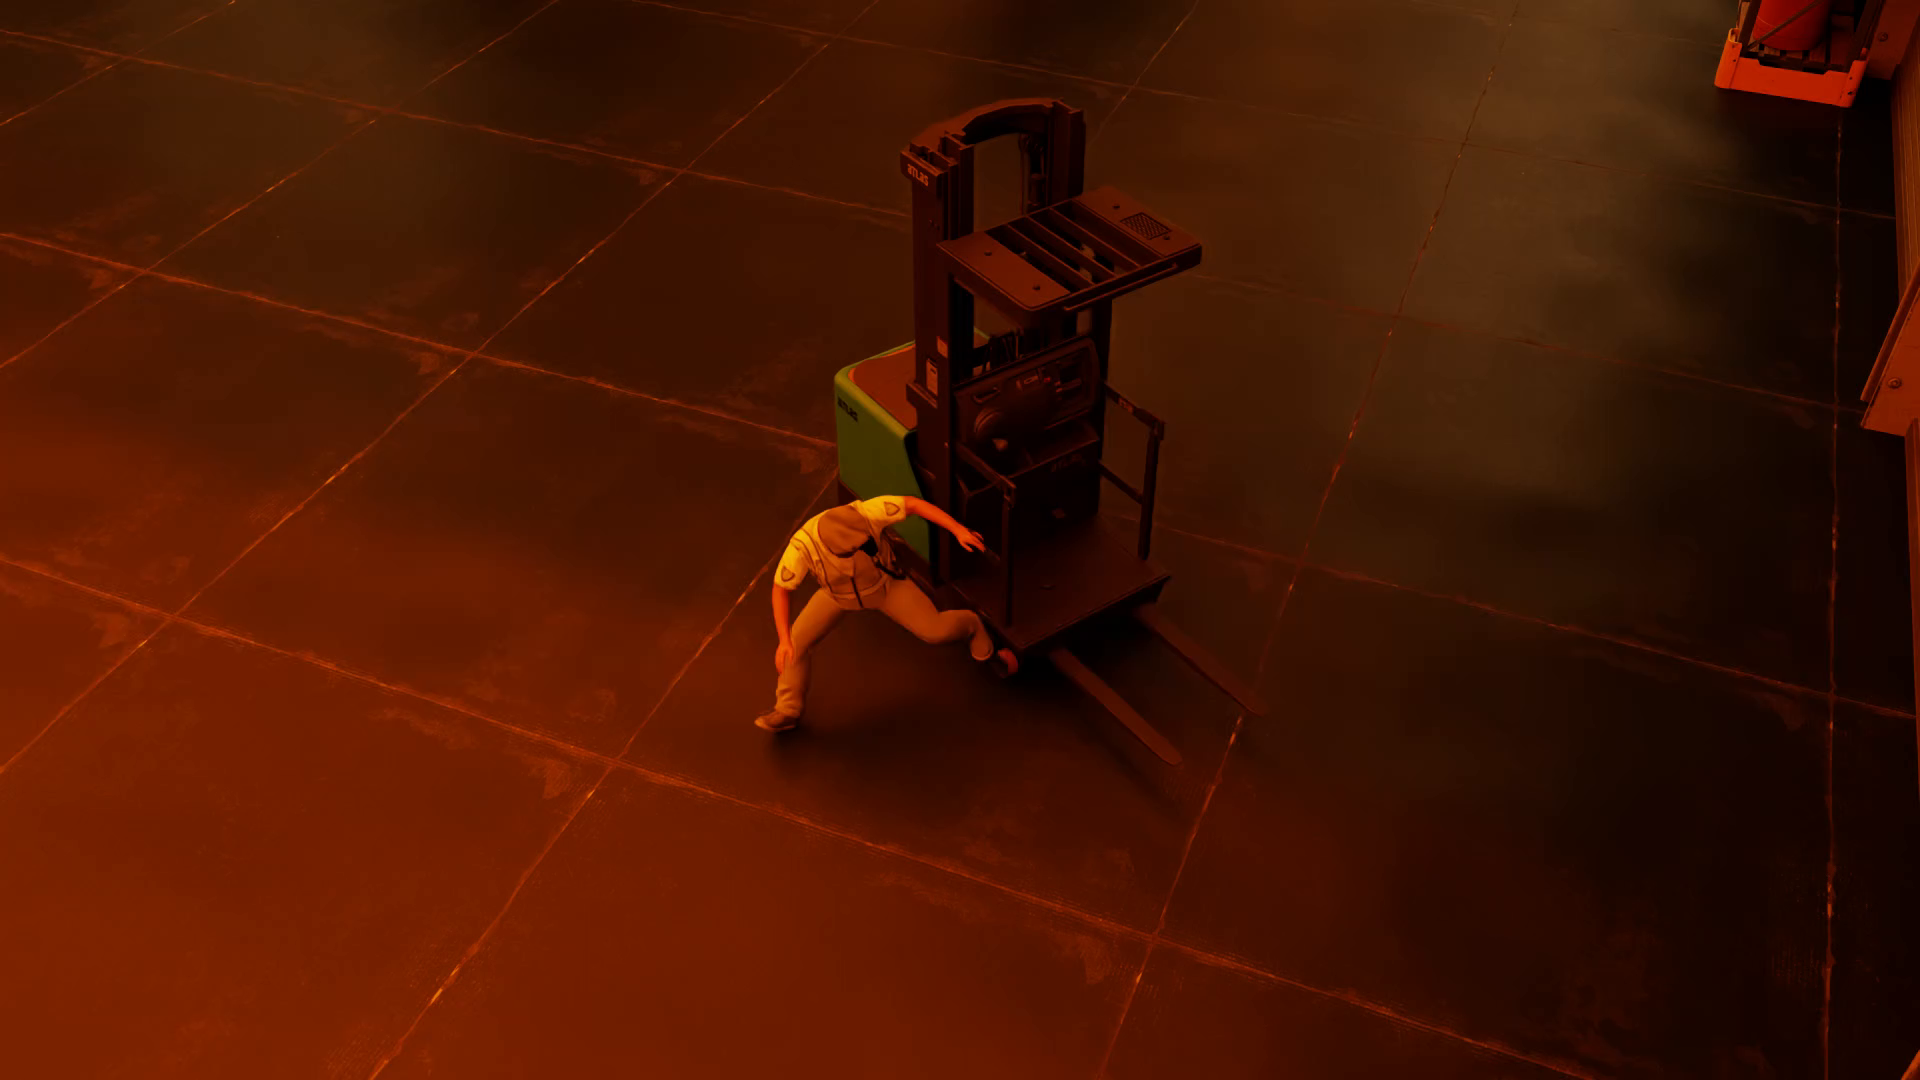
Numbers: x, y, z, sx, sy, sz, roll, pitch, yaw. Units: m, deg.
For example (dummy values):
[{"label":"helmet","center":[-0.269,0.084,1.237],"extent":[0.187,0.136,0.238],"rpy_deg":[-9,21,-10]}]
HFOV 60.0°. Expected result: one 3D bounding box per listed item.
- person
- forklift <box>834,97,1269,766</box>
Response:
[{"label":"person","center":[-0.458,0.334,8.780],"extent":[1.317,1.461,0.808],"rpy_deg":[-2,40,-3]},{"label":"forklift","center":[0.500,-0.706,8.849],"extent":[1.130,2.935,3.031],"rpy_deg":[-24,46,-26]}]
